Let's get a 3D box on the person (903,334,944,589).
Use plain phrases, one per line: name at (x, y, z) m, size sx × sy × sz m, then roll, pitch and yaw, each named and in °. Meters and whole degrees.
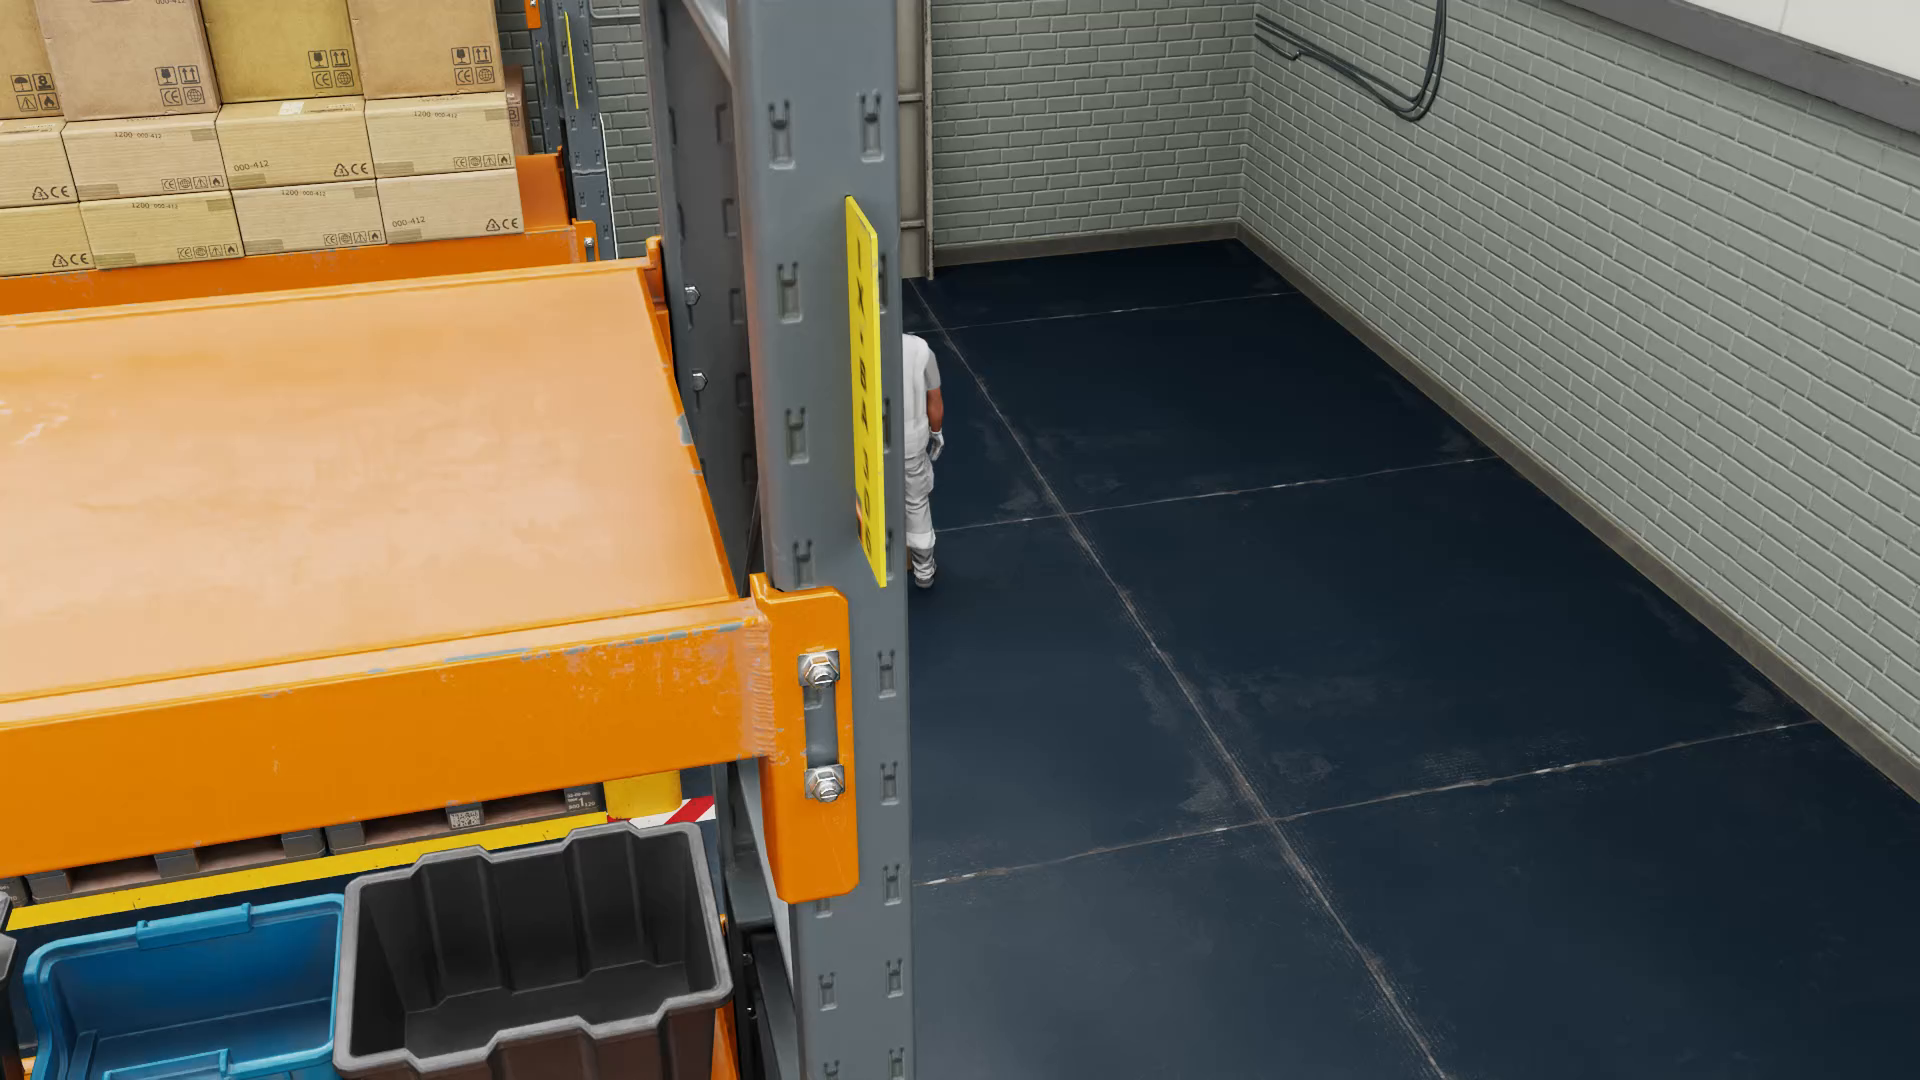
person at (-0.375, -0.527, 9.027) m, size 0.609 × 1.780 × 0.448 m, roll -8°, pitch 31°, yaw -13°
